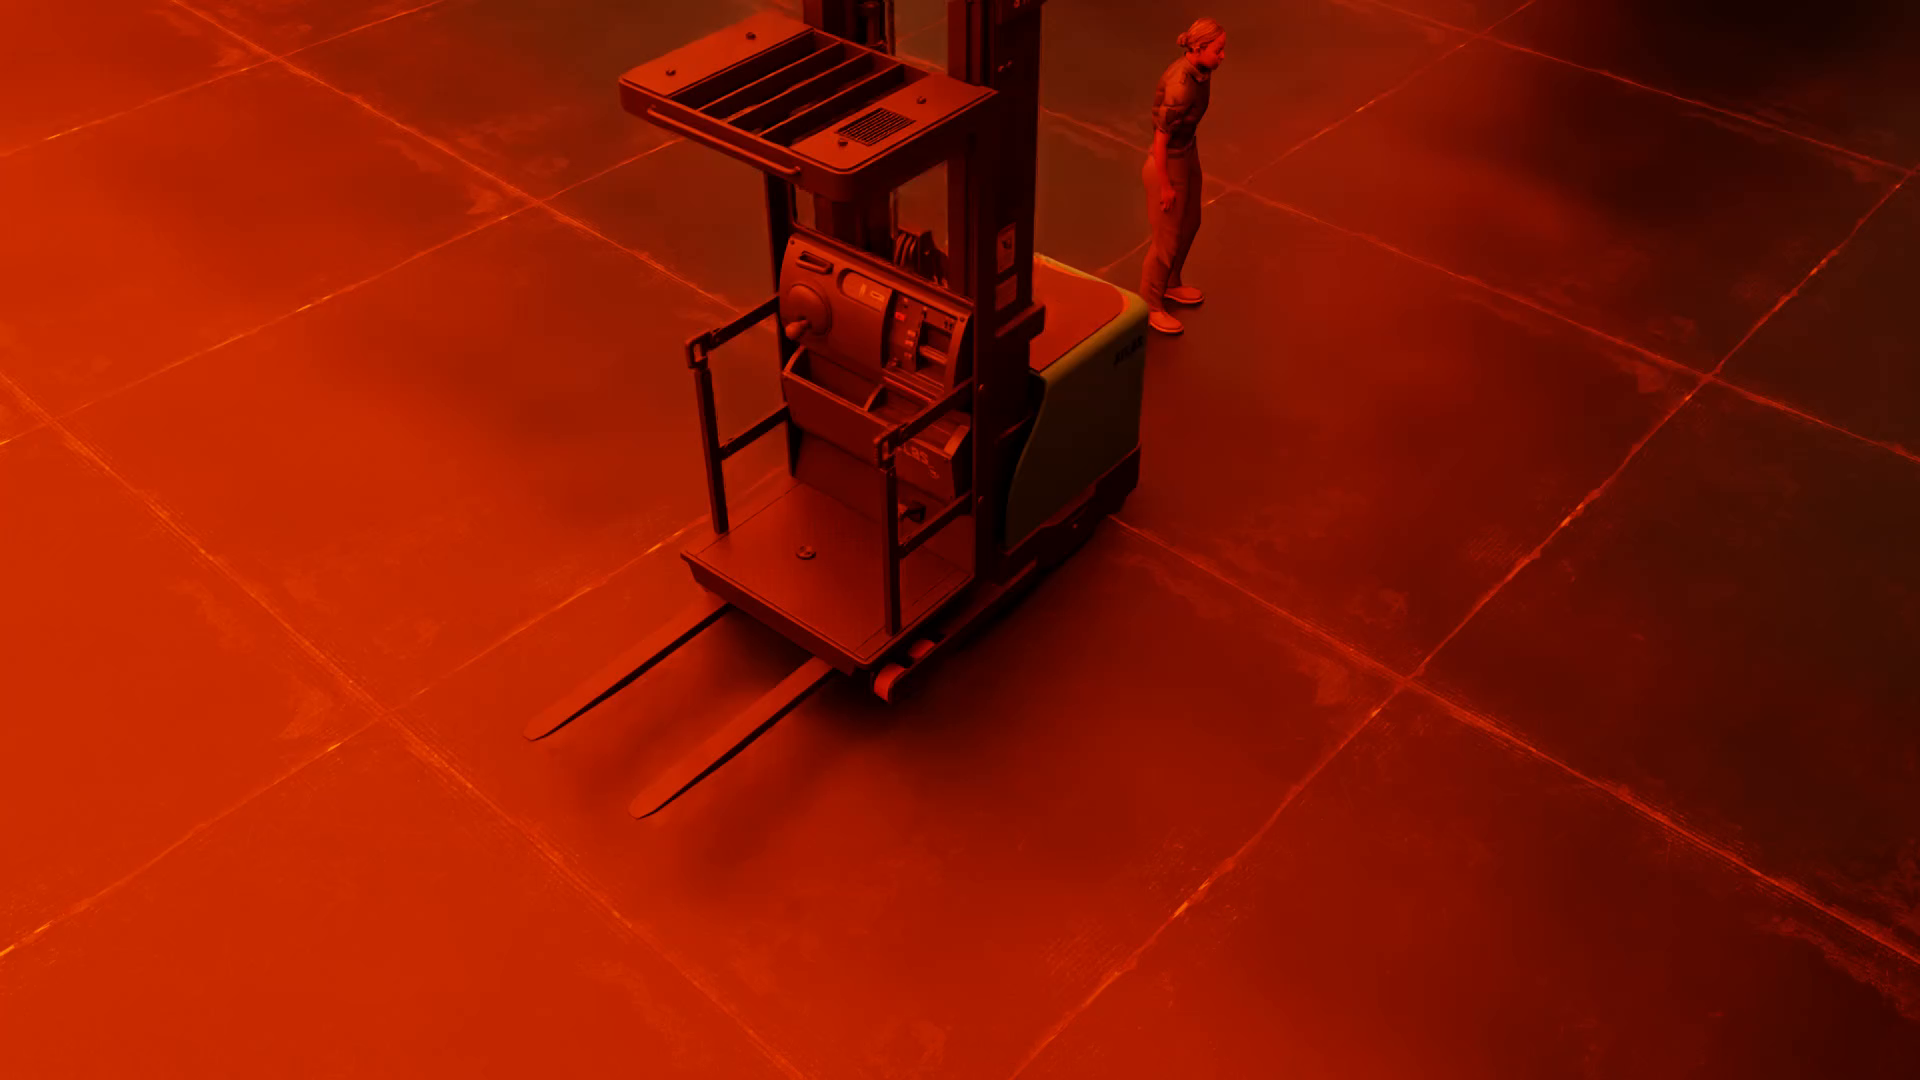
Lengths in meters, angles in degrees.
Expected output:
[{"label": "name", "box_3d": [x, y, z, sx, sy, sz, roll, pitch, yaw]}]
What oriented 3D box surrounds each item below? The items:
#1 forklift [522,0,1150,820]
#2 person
[{"label": "forklift", "box_3d": [-0.480, -0.810, 6.372, 1.130, 2.935, 3.031, 28, 48, 29]}, {"label": "person", "box_3d": [1.136, -1.916, 8.644, 0.349, 1.653, 0.520, 18, 44, 19]}]
